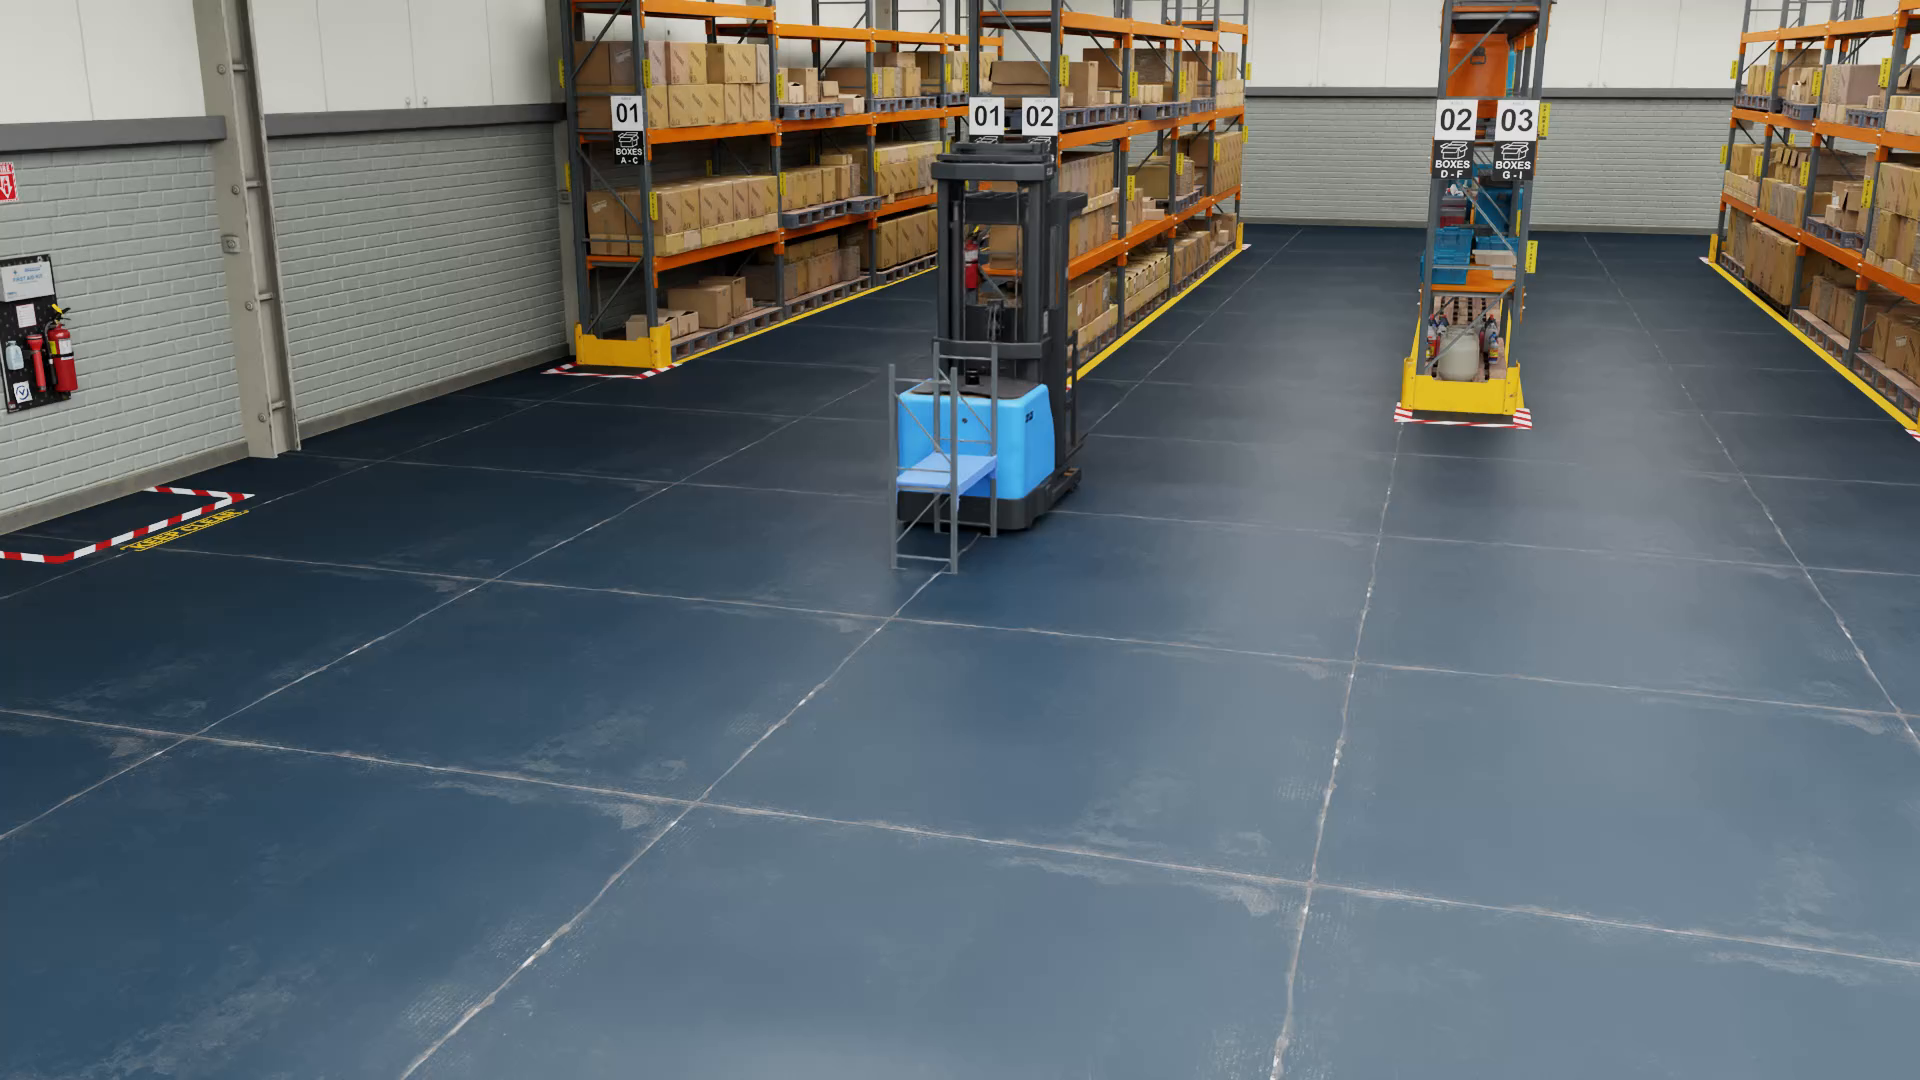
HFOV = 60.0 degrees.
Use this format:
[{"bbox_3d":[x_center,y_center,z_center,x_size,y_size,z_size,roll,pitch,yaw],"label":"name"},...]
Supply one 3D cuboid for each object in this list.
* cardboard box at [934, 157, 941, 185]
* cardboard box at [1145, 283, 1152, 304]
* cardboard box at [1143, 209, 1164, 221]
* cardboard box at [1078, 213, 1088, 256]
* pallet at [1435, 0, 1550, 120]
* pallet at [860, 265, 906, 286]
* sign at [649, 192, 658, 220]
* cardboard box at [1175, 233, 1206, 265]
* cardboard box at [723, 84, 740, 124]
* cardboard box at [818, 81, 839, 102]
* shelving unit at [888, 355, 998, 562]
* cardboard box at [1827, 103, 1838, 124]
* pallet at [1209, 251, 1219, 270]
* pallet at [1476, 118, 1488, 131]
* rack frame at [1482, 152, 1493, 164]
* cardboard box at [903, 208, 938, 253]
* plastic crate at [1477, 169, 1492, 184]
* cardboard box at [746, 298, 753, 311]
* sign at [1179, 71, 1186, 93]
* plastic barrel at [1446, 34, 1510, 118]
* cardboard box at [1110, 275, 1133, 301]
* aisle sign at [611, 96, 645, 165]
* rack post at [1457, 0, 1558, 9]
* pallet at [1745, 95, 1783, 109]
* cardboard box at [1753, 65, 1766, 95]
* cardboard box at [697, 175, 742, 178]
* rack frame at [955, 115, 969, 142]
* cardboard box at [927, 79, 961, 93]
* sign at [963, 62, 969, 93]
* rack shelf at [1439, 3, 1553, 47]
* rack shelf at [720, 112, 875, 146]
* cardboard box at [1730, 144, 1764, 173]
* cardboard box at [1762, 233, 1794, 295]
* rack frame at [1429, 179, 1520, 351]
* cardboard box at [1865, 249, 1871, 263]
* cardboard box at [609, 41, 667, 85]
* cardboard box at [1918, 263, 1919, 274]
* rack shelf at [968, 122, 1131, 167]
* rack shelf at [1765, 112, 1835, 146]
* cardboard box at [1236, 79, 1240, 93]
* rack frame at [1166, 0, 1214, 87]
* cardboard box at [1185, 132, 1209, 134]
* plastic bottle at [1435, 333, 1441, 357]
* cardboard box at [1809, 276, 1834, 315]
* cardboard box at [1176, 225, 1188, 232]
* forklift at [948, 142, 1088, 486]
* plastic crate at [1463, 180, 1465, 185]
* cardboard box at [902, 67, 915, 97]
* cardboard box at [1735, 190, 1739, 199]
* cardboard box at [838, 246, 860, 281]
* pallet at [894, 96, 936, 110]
[{"bbox_3d":[-0.637,-6.788,30.501,0.500,0.500,0.500,4,16,15],"label":"cardboard box"},{"bbox_3d":[2.519,-3.620,24.363,0.500,0.250,0.500,5,17,17],"label":"cardboard box"},{"bbox_3d":[2.876,-4.921,25.141,0.380,0.149,0.250,5,16,16],"label":"cardboard box"},{"bbox_3d":[1.176,-3.780,20.475,0.700,0.500,0.500,5,17,18],"label":"cardboard box"},{"bbox_3d":[13.223,-4.383,17.288,15.863,6.000,5.449,5,16,16],"label":"pallet"},{"bbox_3d":[-1.587,-4.540,28.450,1.003,0.211,1.213,5,16,16],"label":"pallet"},{"bbox_3d":[-3.637,-3.963,19.717,0.100,0.325,0.005,5,16,16],"label":"sign"},{"bbox_3d":[3.989,-5.074,28.995,0.500,0.500,0.500,5,16,16],"label":"cardboard box"},{"bbox_3d":[-3.204,-5.705,21.730,0.500,0.500,0.500,4,16,14],"label":"cardboard box"},{"bbox_3d":[-2.341,-6.852,25.766,0.797,0.503,0.637,7,17,24],"label":"cardboard box"},{"bbox_3d":[-0.111,-0.623,12.278,0.538,1.308,1.030,5,17,17],"label":"shelving unit"},{"bbox_3d":[11.840,-5.662,22.074,0.500,0.250,0.500,5,17,17],"label":"cardboard box"},{"bbox_3d":[4.200,-5.183,30.715,1.003,0.211,1.213,5,16,16],"label":"pallet"},{"bbox_3d":[6.367,-5.023,19.889,1.213,0.211,1.003,5,16,16],"label":"pallet"},{"bbox_3d":[9.888,-7.006,32.033,1.000,3.000,0.127,5,16,16],"label":"rack frame"},{"bbox_3d":[-0.807,-5.716,30.653,0.750,0.750,0.750,5,17,17],"label":"cardboard box"},{"bbox_3d":[9.246,-6.233,29.082,0.402,0.464,0.583,5,16,16],"label":"plastic crate"},{"bbox_3d":[-3.144,-3.341,23.498,0.380,0.166,0.250,2,16,9],"label":"cardboard box"},{"bbox_3d":[3.397,-6.983,25.362,0.100,0.325,0.005,5,16,16],"label":"sign"},{"bbox_3d":[5.358,-4.809,17.233,0.600,0.830,0.708,5,16,16],"label":"plastic barrel"},{"bbox_3d":[2.086,-3.490,22.877,0.500,0.311,0.500,5,16,16],"label":"cardboard box"},{"bbox_3d":[-3.890,-4.797,19.481,0.394,0.787,0.004,5,16,16],"label":"aisle sign"},{"bbox_3d":[5.678,-5.654,17.187,0.937,0.300,0.954,7,17,22],"label":"rack post"},{"bbox_3d":[14.091,-7.507,28.466,1.003,0.211,1.213,5,16,16],"label":"pallet"},{"bbox_3d":[14.165,-7.946,28.715,0.700,0.500,0.500,3,16,12],"label":"cardboard box"},{"bbox_3d":[-3.354,-4.826,23.212,0.500,0.500,0.500,4,16,15],"label":"cardboard box"},{"bbox_3d":[0.390,-7.774,34.742,1.000,3.000,0.127,5,16,16],"label":"rack frame"},{"bbox_3d":[-0.298,-8.509,31.158,0.500,0.250,0.500,5,16,16],"label":"cardboard box"},{"bbox_3d":[0.077,-5.082,18.275,0.100,0.325,0.005,5,16,16],"label":"sign"},{"bbox_3d":[5.910,-5.691,18.454,1.077,0.370,4.000,5,16,16],"label":"rack shelf"},{"bbox_3d":[-2.452,-6.255,25.207,1.077,0.370,4.000,5,16,16],"label":"rack shelf"},{"bbox_3d":[14.100,-6.818,29.727,0.500,0.500,0.500,4,16,15],"label":"cardboard box"},{"bbox_3d":[12.840,-4.120,24.984,1.225,0.875,0.875,5,16,16],"label":"cardboard box"},{"bbox_3d":[6.478,-3.867,20.965,1.000,3.000,0.127,5,16,16],"label":"rack frame"},{"bbox_3d":[10.877,-3.329,19.529,0.380,0.149,0.250,5,16,16],"label":"cardboard box"},{"bbox_3d":[-3.815,-5.652,19.711,0.500,0.500,0.500,3,16,12],"label":"cardboard box"},{"bbox_3d":[10.300,-2.909,16.861,0.875,0.500,0.500,5,16,16],"label":"cardboard box"},{"bbox_3d":[1.162,-4.825,20.166,1.077,0.370,4.000,5,16,16],"label":"rack shelf"},{"bbox_3d":[12.932,-6.149,24.834,1.077,0.370,4.000,5,16,16],"label":"rack shelf"},{"bbox_3d":[5.097,-8.718,31.929,0.500,0.250,0.500,5,16,16],"label":"cardboard box"},{"bbox_3d":[4.000,-9.231,28.884,0.949,2.616,0.053,5,16,16],"label":"rack frame"},{"bbox_3d":[4.620,-7.687,32.419,0.500,0.500,0.500,5,17,16],"label":"cardboard box"},{"bbox_3d":[5.643,-2.295,19.596,0.061,0.283,0.133,5,16,16],"label":"plastic bottle"},{"bbox_3d":[12.192,-3.361,22.958,0.700,0.500,0.500,4,16,13],"label":"cardboard box"},{"bbox_3d":[3.893,-5.525,30.586,0.500,0.500,0.500,5,16,16],"label":"cardboard box"},{"bbox_3d":[0.431,-1.849,13.976,1.121,2.935,3.031,5,17,17],"label":"forklift"},{"bbox_3d":[9.043,-6.492,30.419,0.416,0.233,0.300,5,16,16],"label":"plastic crate"},{"bbox_3d":[-1.199,-8.058,29.256,0.700,0.500,0.500,4,16,15],"label":"cardboard box"},{"bbox_3d":[13.784,-6.031,29.057,0.380,0.149,0.250,4,16,14],"label":"cardboard box"},{"bbox_3d":[-2.038,-4.498,26.965,0.700,0.500,0.500,5,17,17],"label":"cardboard box"},{"bbox_3d":[-0.960,-7.835,29.810,0.805,0.209,1.217,4,16,14],"label":"pallet"}]
